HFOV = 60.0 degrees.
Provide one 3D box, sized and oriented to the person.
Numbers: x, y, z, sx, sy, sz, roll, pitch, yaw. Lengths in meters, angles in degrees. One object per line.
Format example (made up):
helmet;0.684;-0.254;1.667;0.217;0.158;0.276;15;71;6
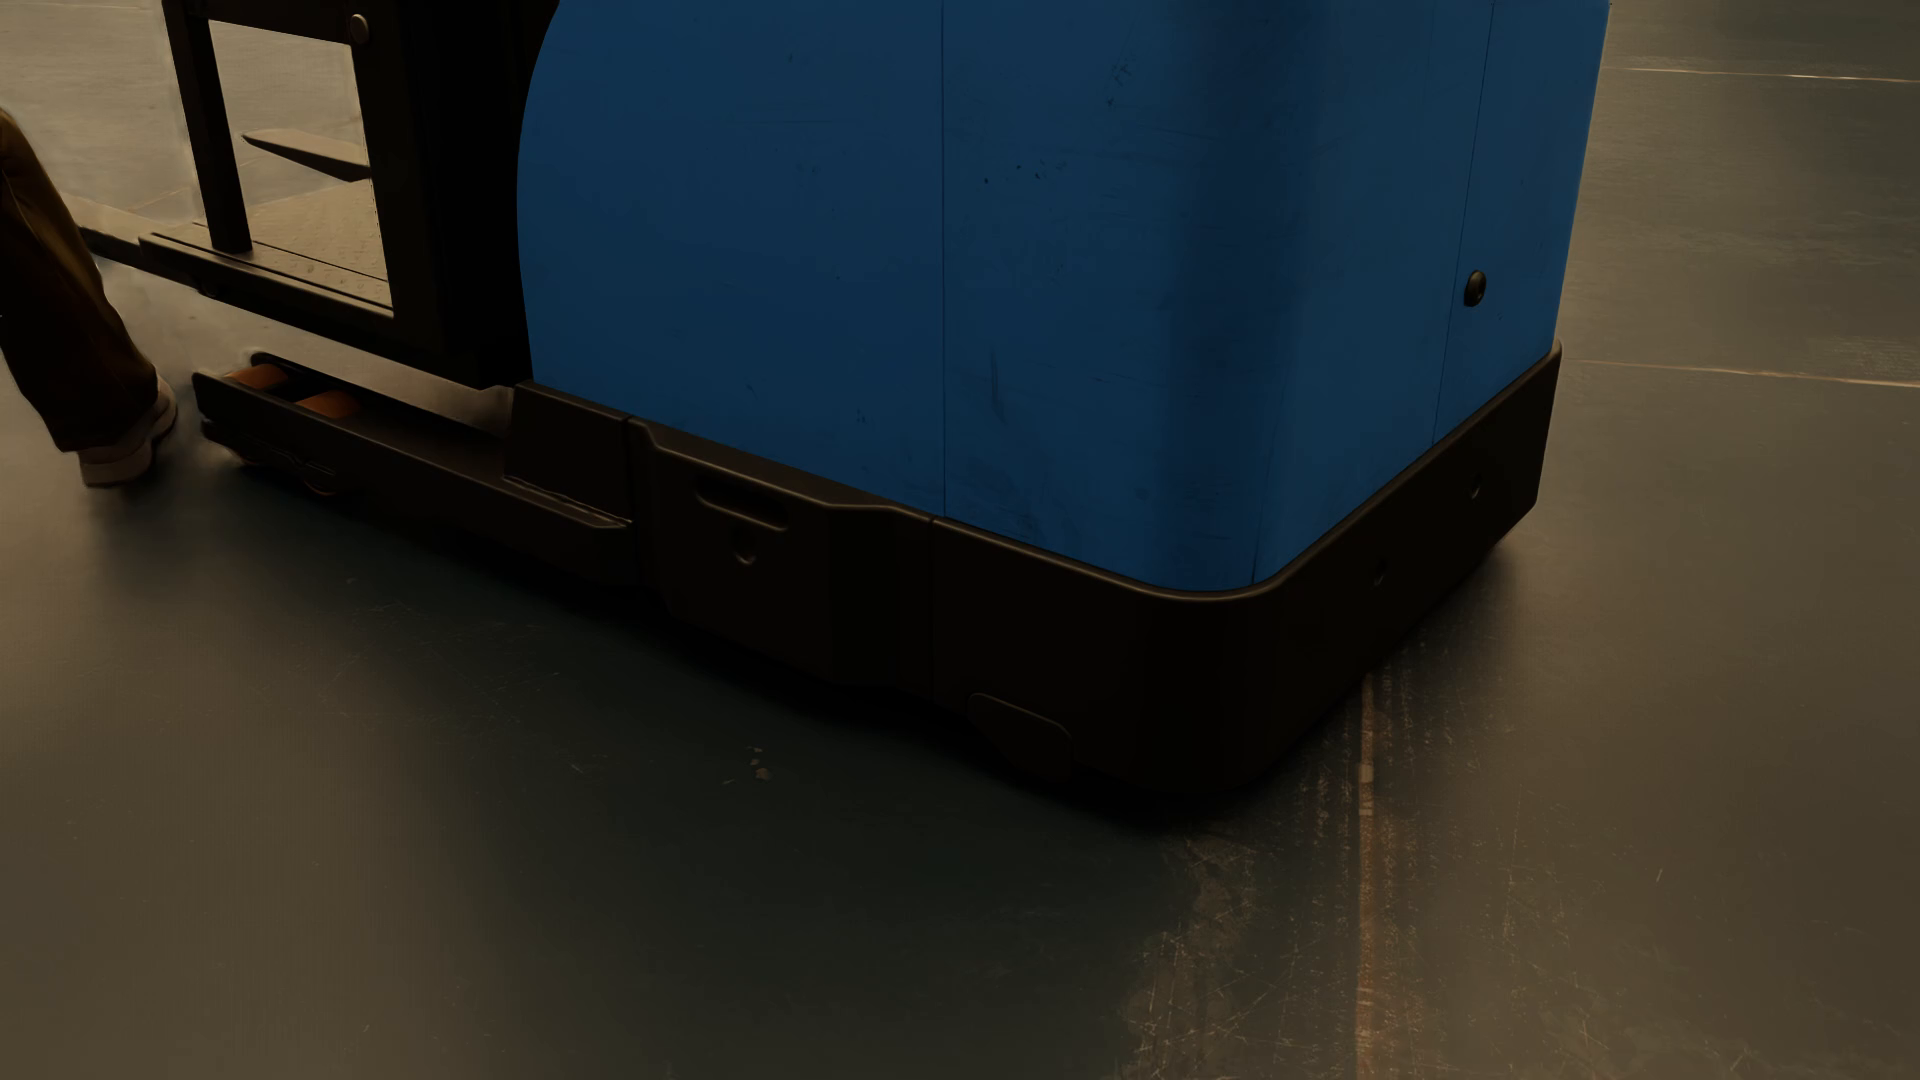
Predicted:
person;-1.724;-0.606;2.071;1.035;1.606;0.987;-7;28;-13

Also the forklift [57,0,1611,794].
forklift;-0.628;-1.548;2.314;3.031;2.935;1.130;19;32;32
